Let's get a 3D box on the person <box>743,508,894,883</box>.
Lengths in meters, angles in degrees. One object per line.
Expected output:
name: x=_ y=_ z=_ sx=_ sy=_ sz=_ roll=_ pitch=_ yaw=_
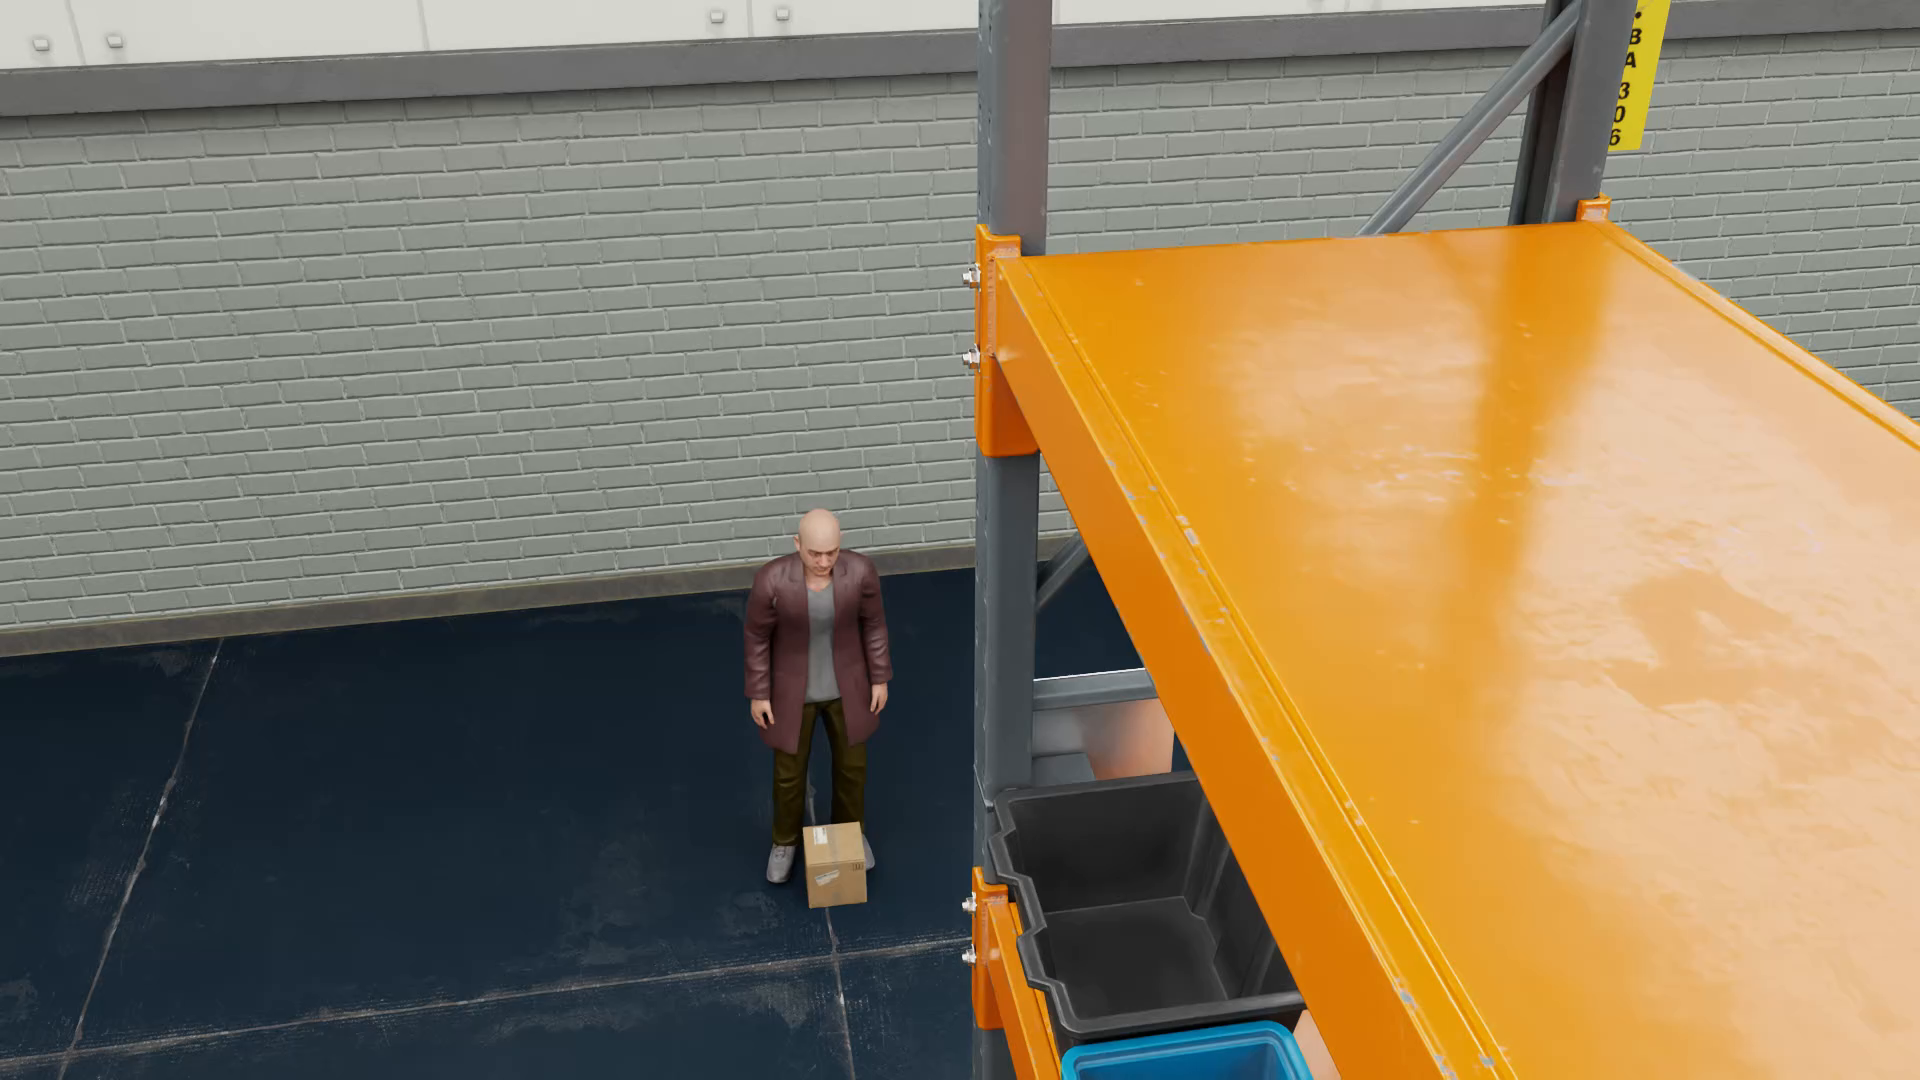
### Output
person: x=-0.596 y=0.635 z=7.071 sx=0.642 sy=1.772 sz=0.428 roll=-7 pitch=31 yaw=-11
